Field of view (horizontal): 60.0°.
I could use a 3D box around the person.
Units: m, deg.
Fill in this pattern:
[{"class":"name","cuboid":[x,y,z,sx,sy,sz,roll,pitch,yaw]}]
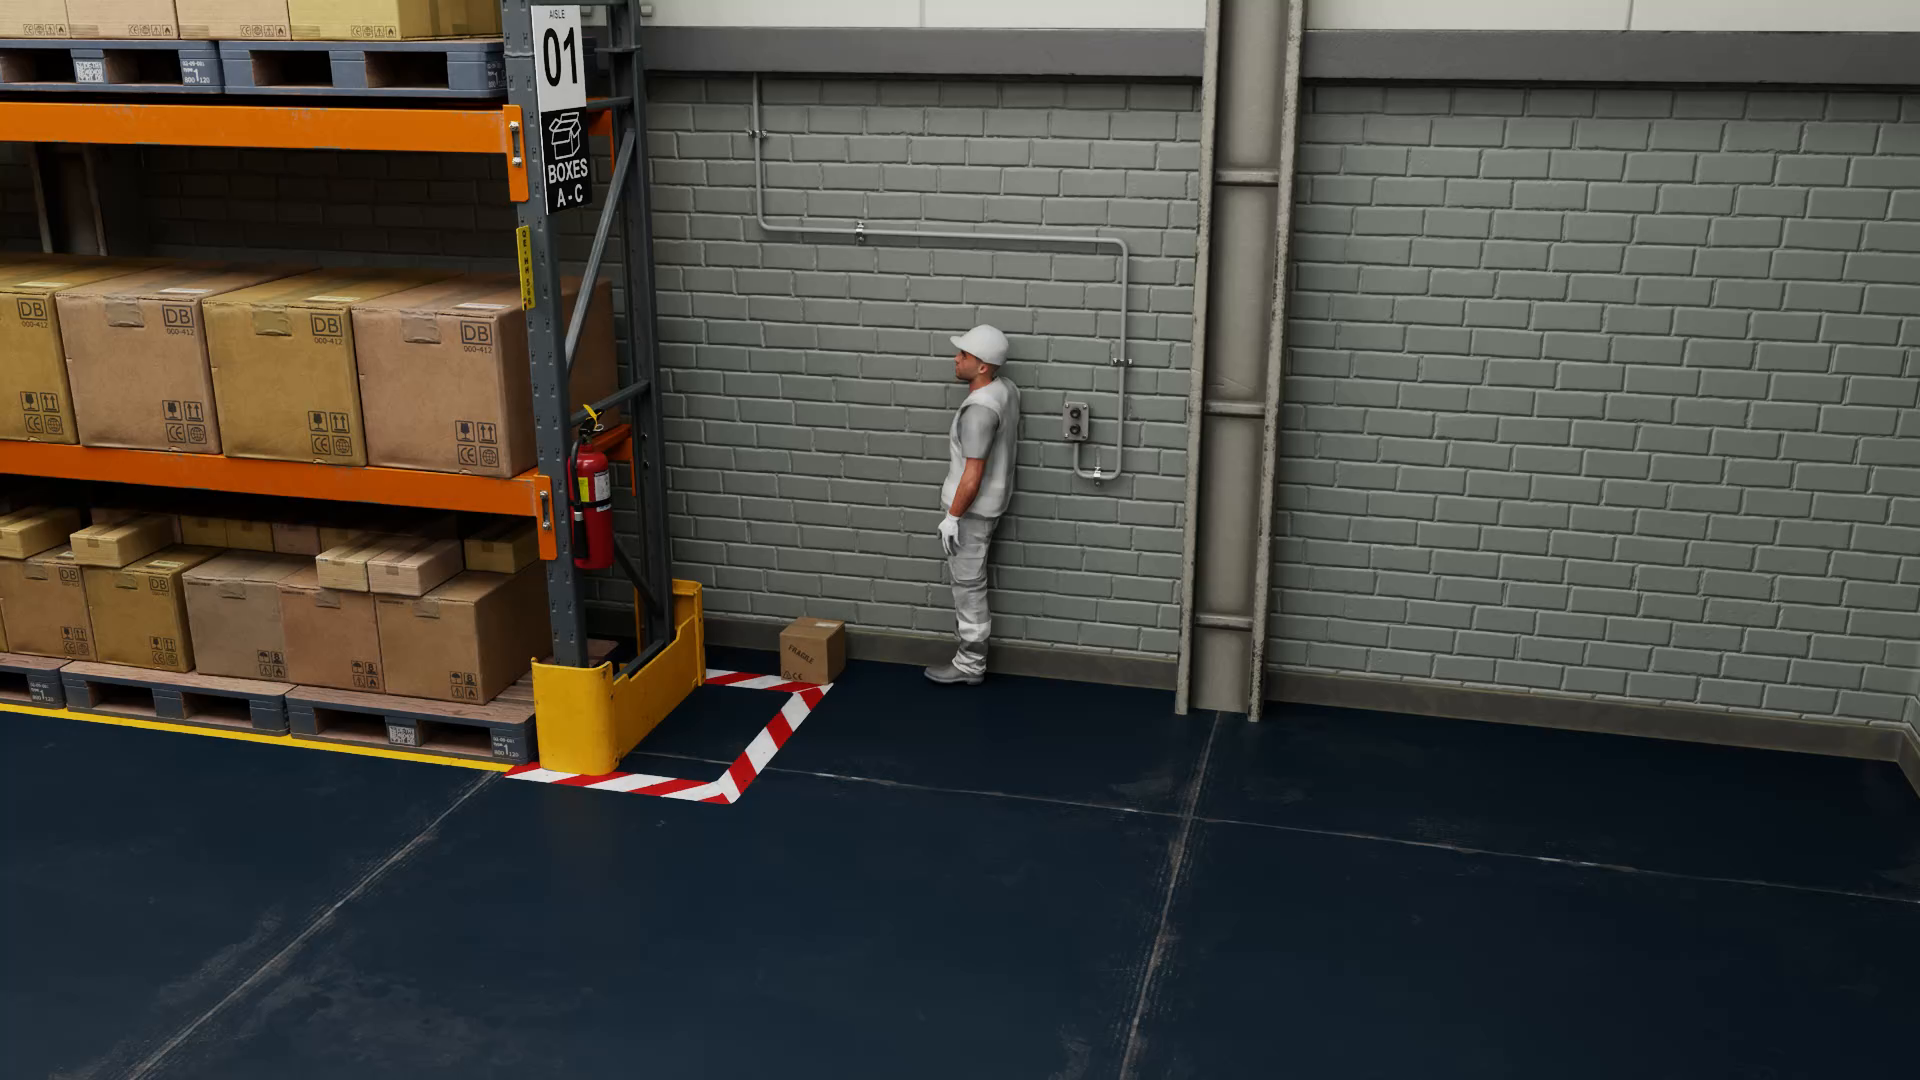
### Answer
[{"class":"person","cuboid":[-0.008,-0.162,7.984,0.562,1.790,0.638,5,19,14]}]
